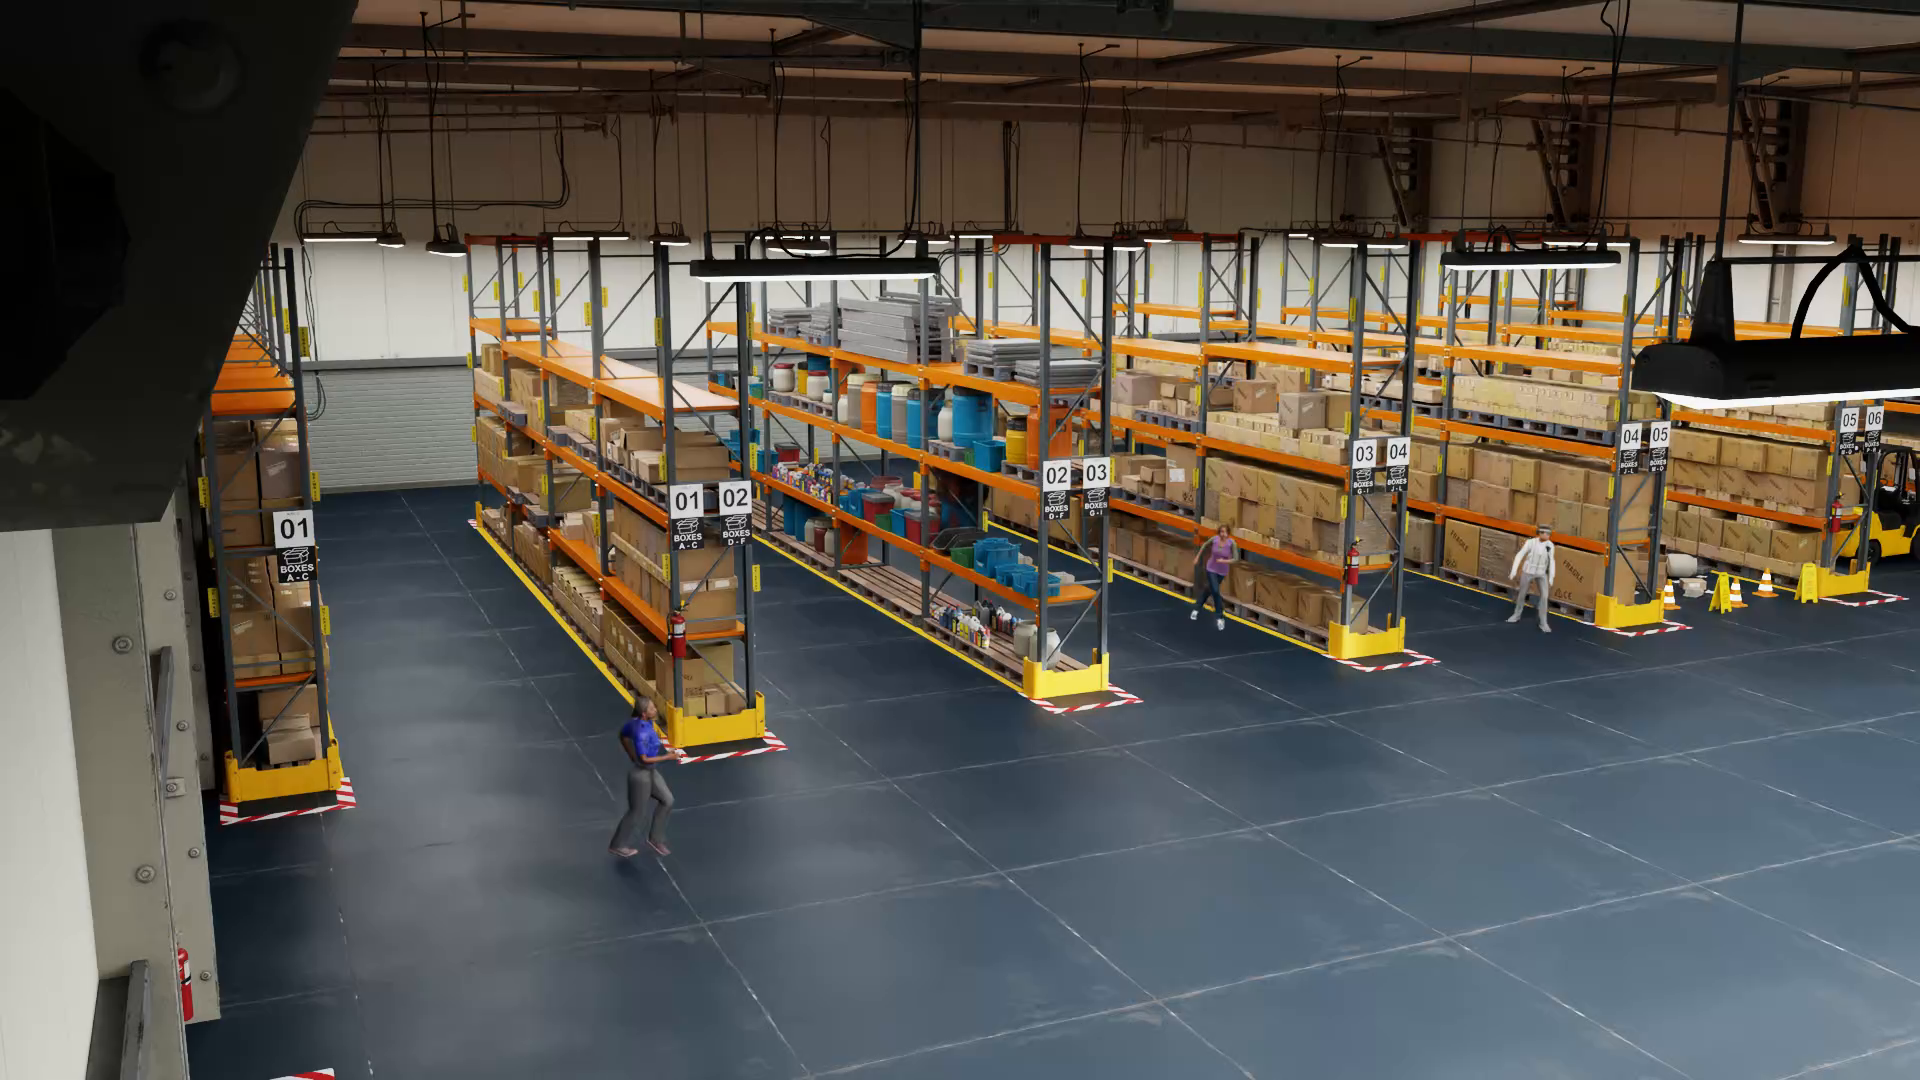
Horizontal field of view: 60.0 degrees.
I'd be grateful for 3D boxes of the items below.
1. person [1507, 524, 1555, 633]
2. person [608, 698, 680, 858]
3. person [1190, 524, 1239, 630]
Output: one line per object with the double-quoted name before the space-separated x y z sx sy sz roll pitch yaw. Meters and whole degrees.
"person" 8.925 0.555 25.956 0.688 1.651 0.756 2 11 8
"person" -3.145 2.390 16.533 0.745 1.707 0.564 -1 11 -4
"person" 3.829 0.517 25.029 0.656 1.603 0.634 0 11 -1
